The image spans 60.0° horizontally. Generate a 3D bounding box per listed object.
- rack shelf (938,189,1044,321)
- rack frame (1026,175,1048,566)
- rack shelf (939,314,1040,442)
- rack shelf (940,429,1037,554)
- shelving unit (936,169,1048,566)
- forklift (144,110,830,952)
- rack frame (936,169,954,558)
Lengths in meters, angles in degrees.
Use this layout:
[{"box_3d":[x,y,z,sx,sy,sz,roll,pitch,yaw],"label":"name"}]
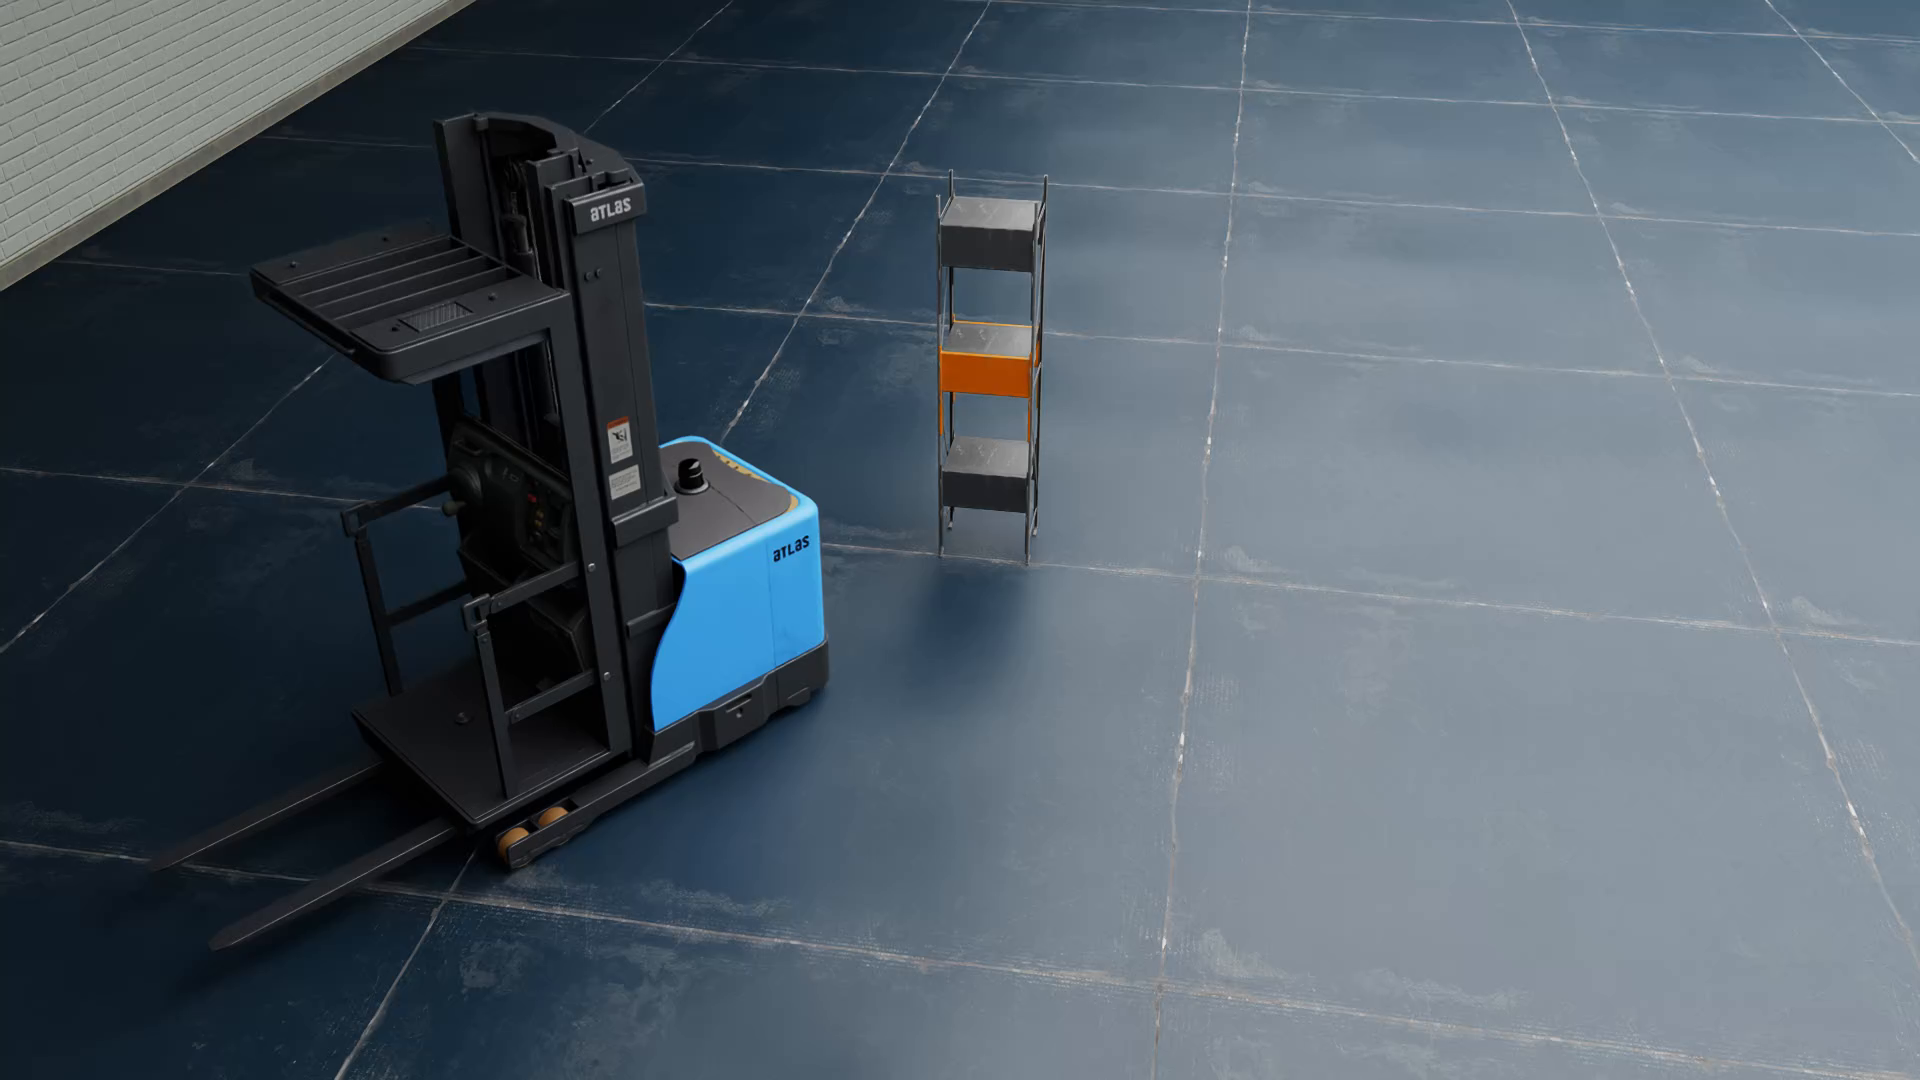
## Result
[{"box_3d":[0.163,-1.457,8.479,0.480,0.518,0.431,5,32,8],"label":"rack shelf"},{"box_3d":[0.404,-0.853,8.808,0.015,2.100,0.400,5,32,8],"label":"rack frame"},{"box_3d":[0.163,-0.864,8.850,0.480,0.518,0.431,5,32,8],"label":"rack shelf"},{"box_3d":[0.163,-0.270,9.222,0.480,0.518,0.431,5,32,8],"label":"rack shelf"},{"box_3d":[0.163,-0.875,8.843,0.503,2.100,0.431,5,32,8],"label":"shelving unit"},{"box_3d":[-2.049,-0.143,6.890,3.031,2.935,1.130,-27,41,-36],"label":"forklift"},{"box_3d":[-0.077,-0.897,8.878,0.015,2.100,0.400,5,32,8],"label":"rack frame"}]
